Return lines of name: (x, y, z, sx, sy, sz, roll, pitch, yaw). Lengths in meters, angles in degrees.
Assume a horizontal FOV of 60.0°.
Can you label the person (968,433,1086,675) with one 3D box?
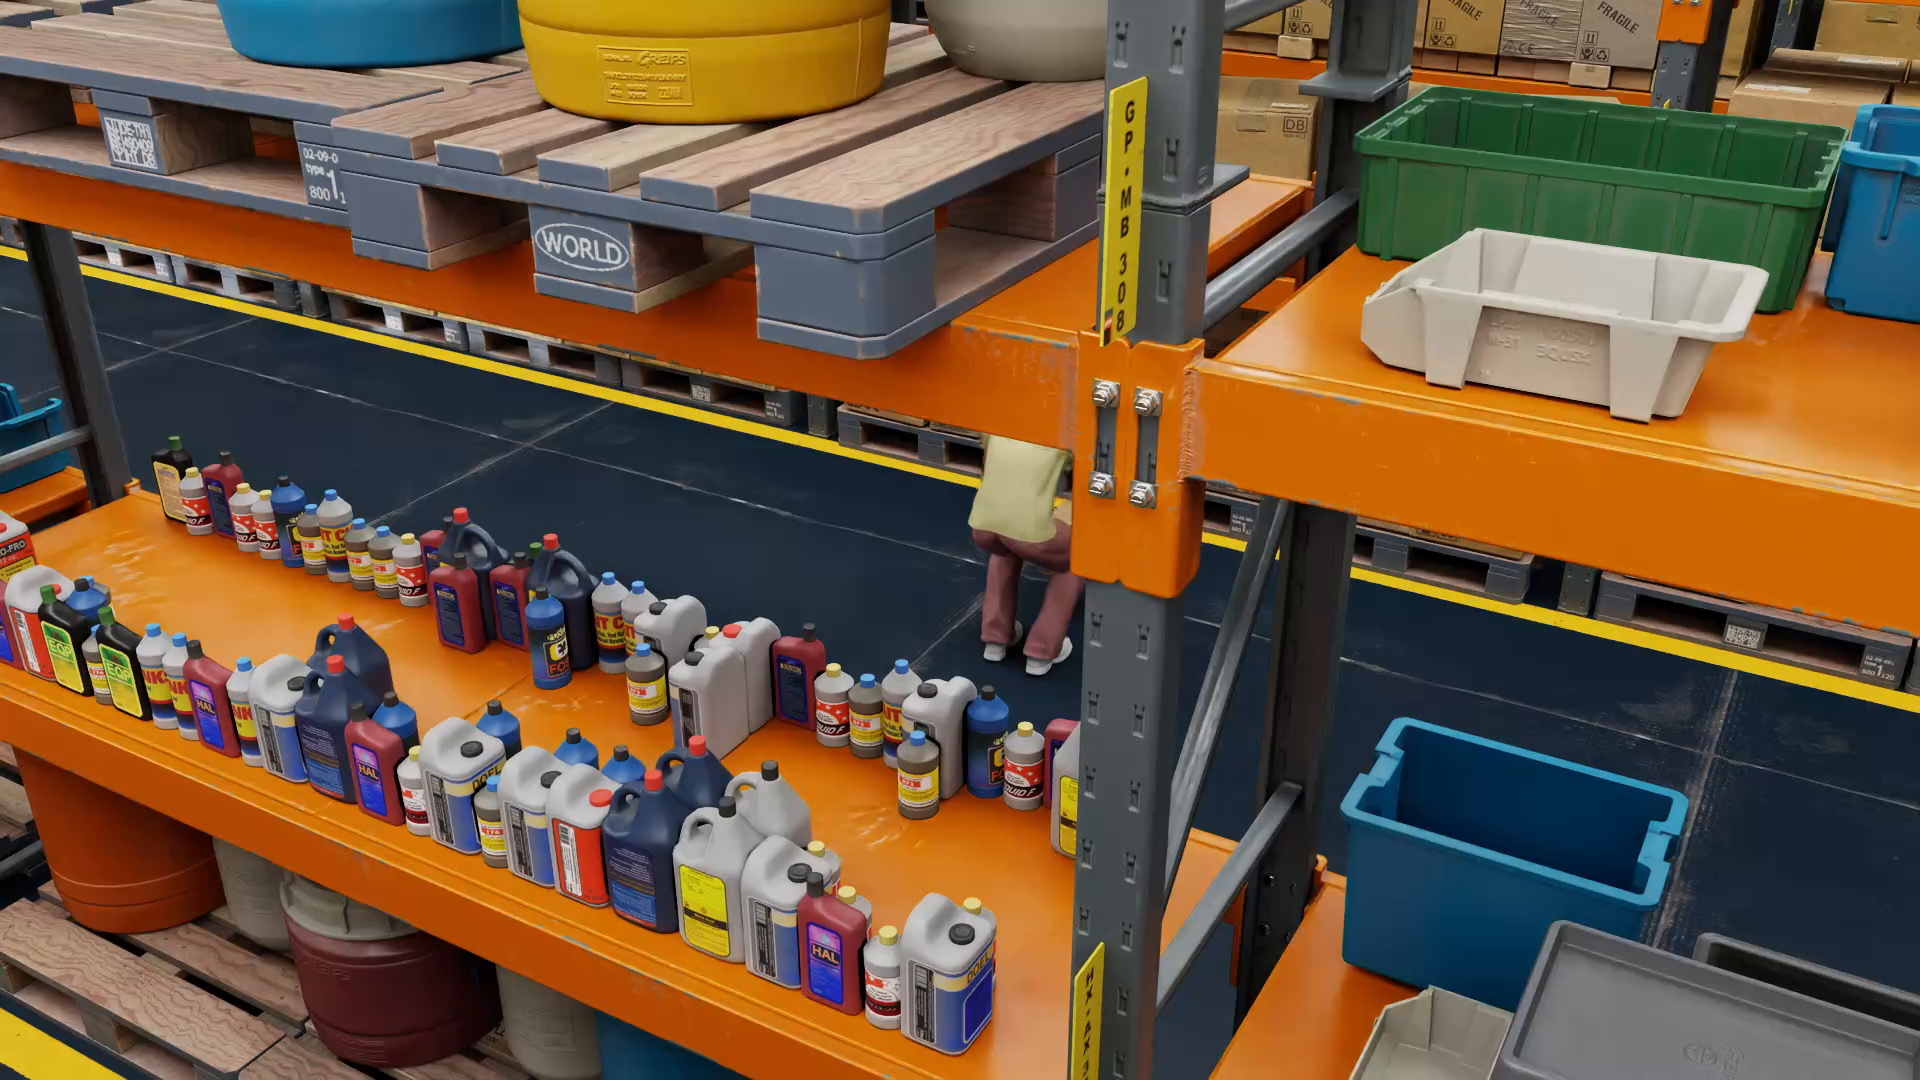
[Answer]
person: (0.278, -0.119, 6.802, 0.512, 1.278, 0.693, 14, 30, 26)
